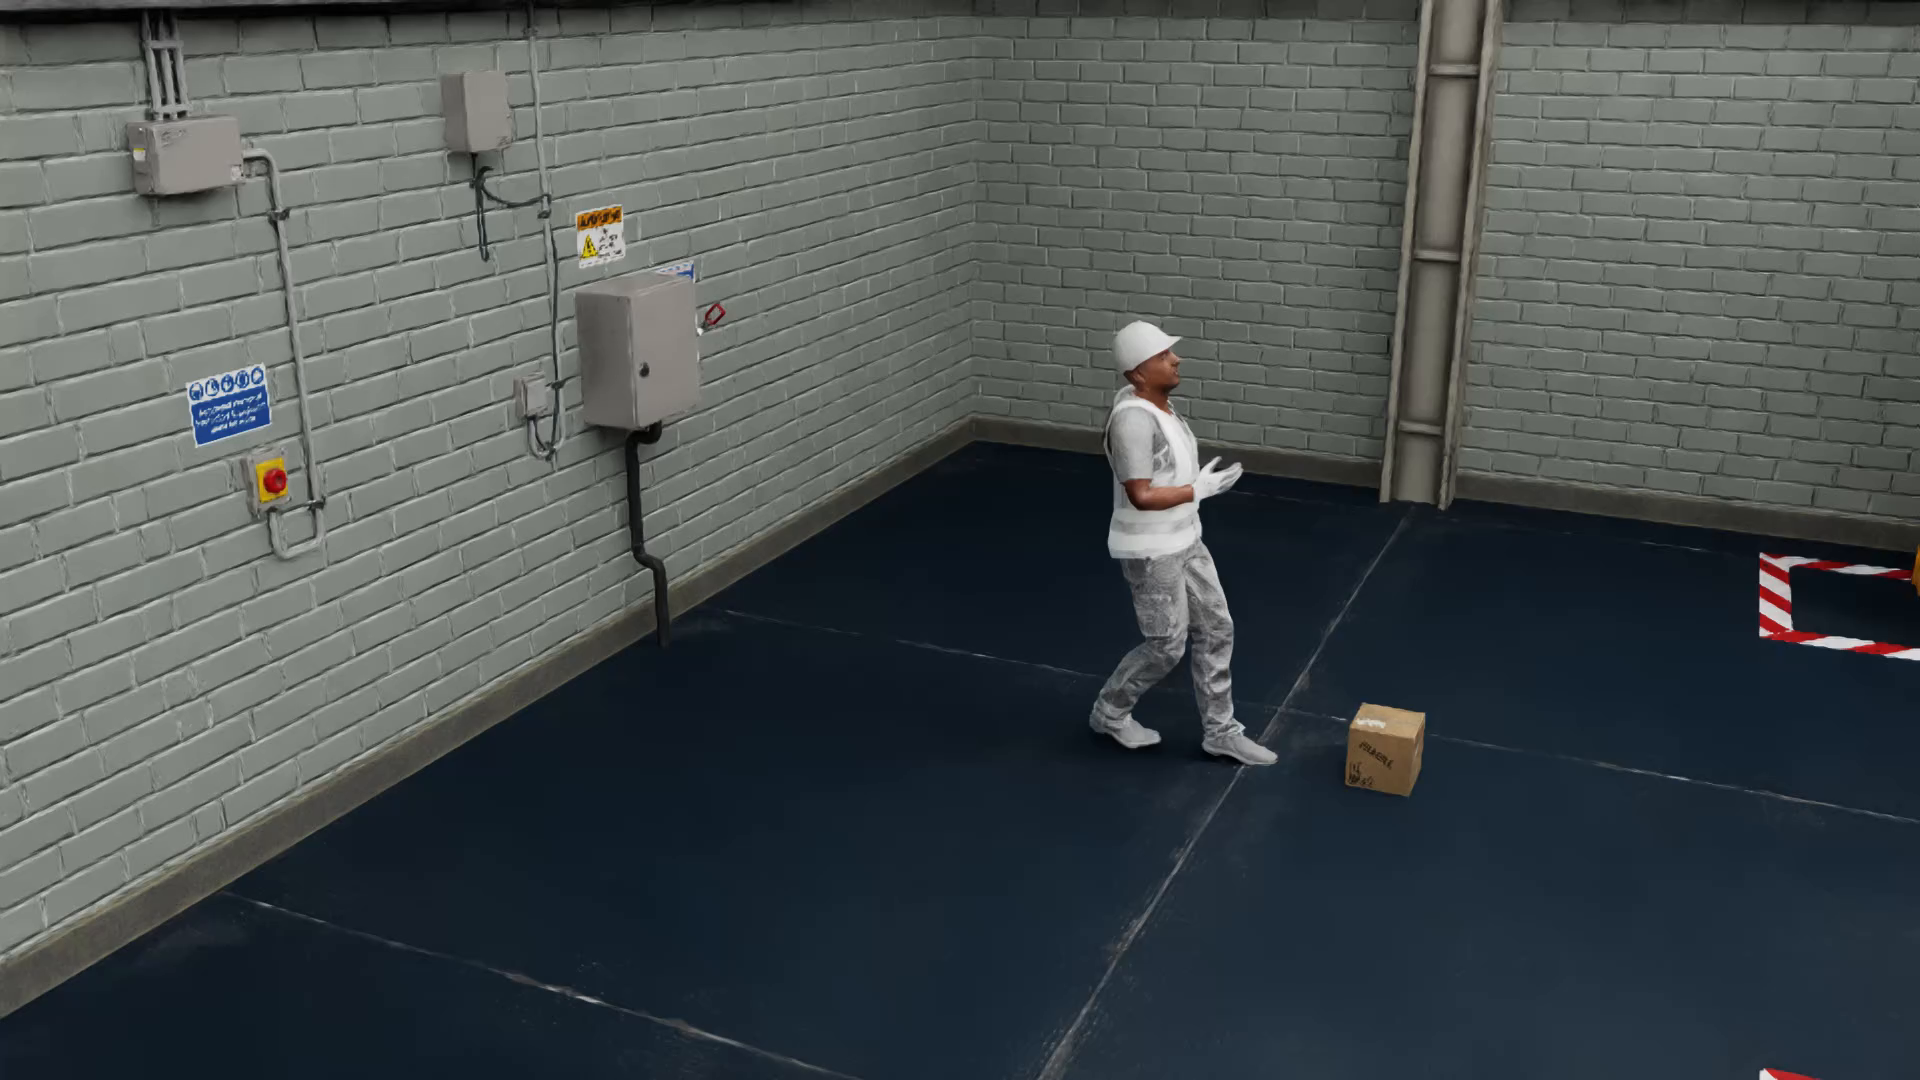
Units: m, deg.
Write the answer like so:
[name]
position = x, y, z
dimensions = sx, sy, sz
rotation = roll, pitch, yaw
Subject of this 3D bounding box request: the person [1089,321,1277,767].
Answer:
[person]
position = 0.840, 0.043, 6.447
dimensions = 0.835, 1.769, 0.642
rotation = 9, 21, 24
